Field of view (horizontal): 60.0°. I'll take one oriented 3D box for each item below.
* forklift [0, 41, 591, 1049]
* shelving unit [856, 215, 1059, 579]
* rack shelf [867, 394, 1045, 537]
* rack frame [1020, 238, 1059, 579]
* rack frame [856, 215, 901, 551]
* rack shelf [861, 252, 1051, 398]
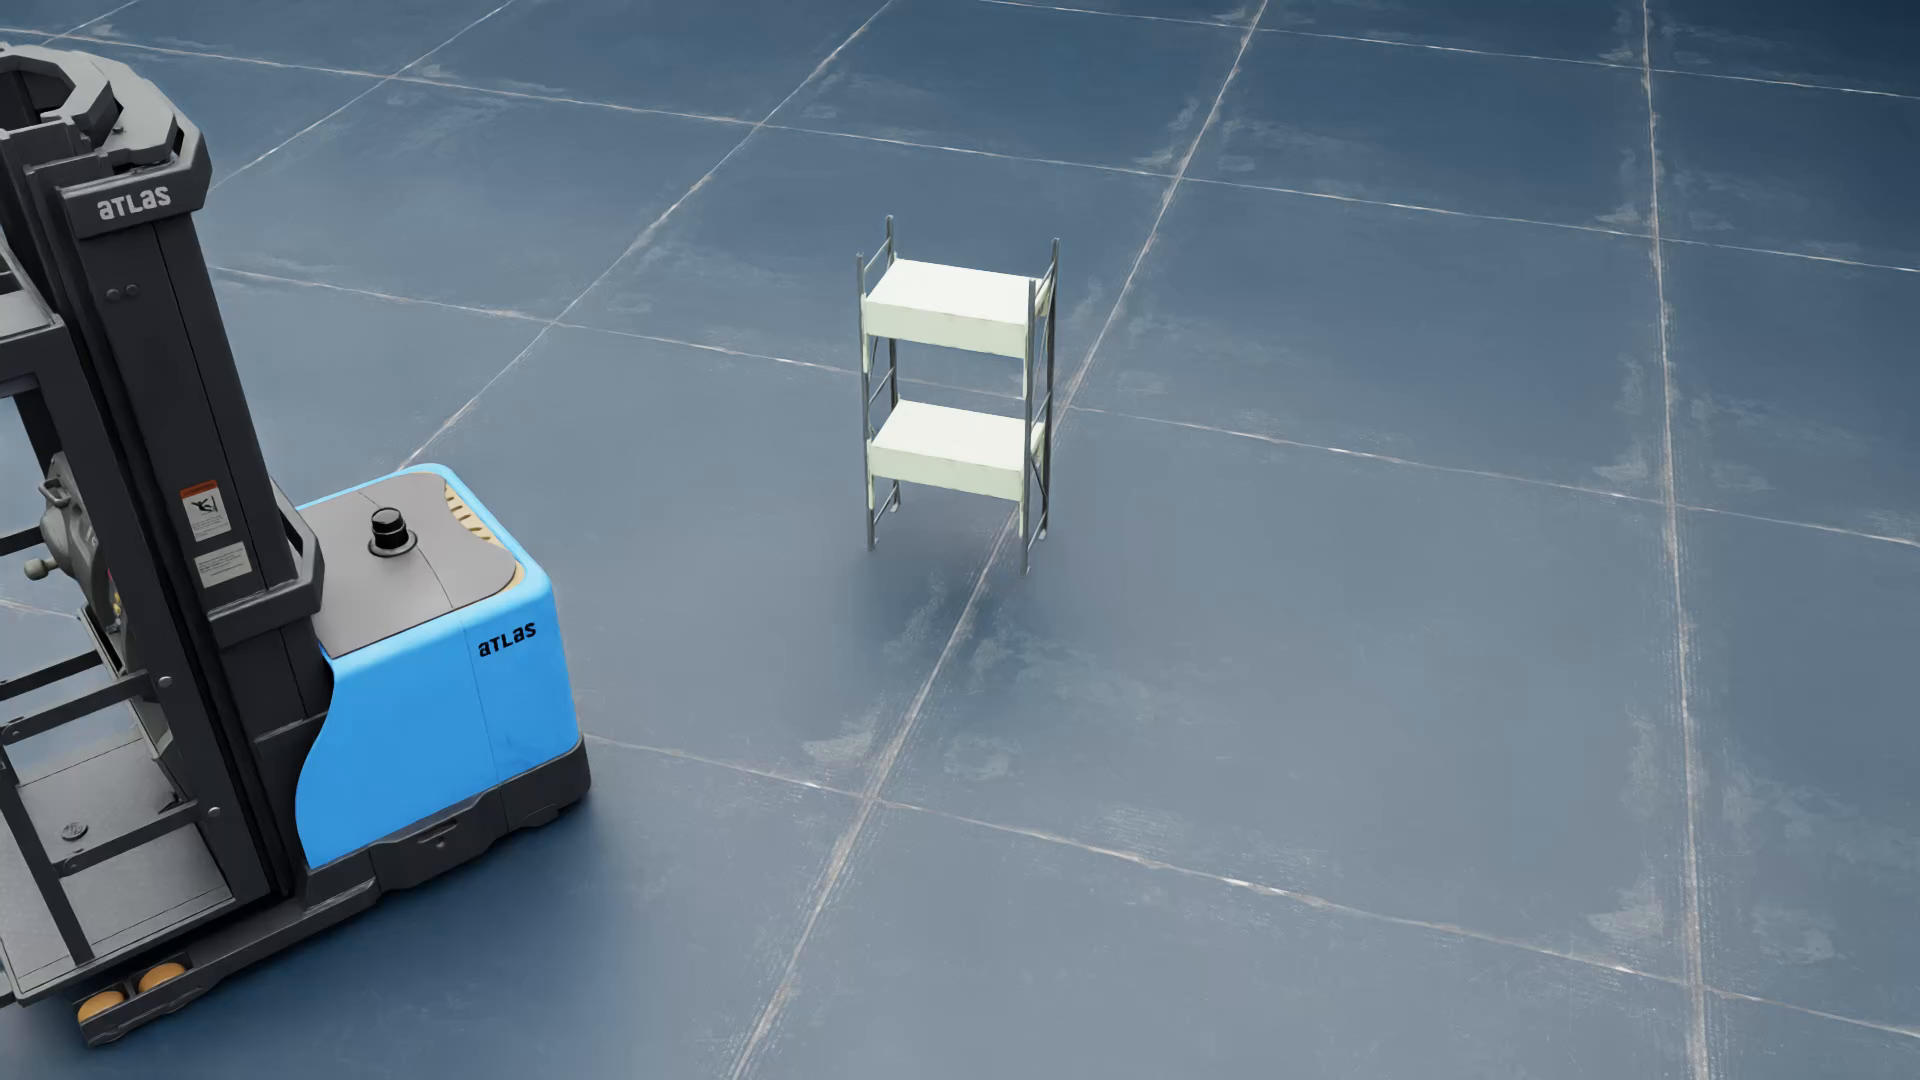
[{"bbox_3d":[-2.891,0.121,5.113,3.031,2.935,1.130,-24,43,-29],"label":"forklift"},{"bbox_3d":[-0.006,-0.605,7.307,0.755,1.500,0.431,10,38,14],"label":"shelving unit"},{"bbox_3d":[-0.006,-0.343,7.500,0.720,0.370,0.431,10,38,14],"label":"rack shelf"},{"bbox_3d":[0.343,-0.541,7.219,0.023,1.500,0.400,10,38,14],"label":"rack frame"},{"bbox_3d":[-0.356,-0.670,7.395,0.023,1.500,0.400,10,38,14],"label":"rack frame"},{"bbox_3d":[-0.006,-0.919,7.076,0.720,0.370,0.431,10,38,14],"label":"rack shelf"}]
